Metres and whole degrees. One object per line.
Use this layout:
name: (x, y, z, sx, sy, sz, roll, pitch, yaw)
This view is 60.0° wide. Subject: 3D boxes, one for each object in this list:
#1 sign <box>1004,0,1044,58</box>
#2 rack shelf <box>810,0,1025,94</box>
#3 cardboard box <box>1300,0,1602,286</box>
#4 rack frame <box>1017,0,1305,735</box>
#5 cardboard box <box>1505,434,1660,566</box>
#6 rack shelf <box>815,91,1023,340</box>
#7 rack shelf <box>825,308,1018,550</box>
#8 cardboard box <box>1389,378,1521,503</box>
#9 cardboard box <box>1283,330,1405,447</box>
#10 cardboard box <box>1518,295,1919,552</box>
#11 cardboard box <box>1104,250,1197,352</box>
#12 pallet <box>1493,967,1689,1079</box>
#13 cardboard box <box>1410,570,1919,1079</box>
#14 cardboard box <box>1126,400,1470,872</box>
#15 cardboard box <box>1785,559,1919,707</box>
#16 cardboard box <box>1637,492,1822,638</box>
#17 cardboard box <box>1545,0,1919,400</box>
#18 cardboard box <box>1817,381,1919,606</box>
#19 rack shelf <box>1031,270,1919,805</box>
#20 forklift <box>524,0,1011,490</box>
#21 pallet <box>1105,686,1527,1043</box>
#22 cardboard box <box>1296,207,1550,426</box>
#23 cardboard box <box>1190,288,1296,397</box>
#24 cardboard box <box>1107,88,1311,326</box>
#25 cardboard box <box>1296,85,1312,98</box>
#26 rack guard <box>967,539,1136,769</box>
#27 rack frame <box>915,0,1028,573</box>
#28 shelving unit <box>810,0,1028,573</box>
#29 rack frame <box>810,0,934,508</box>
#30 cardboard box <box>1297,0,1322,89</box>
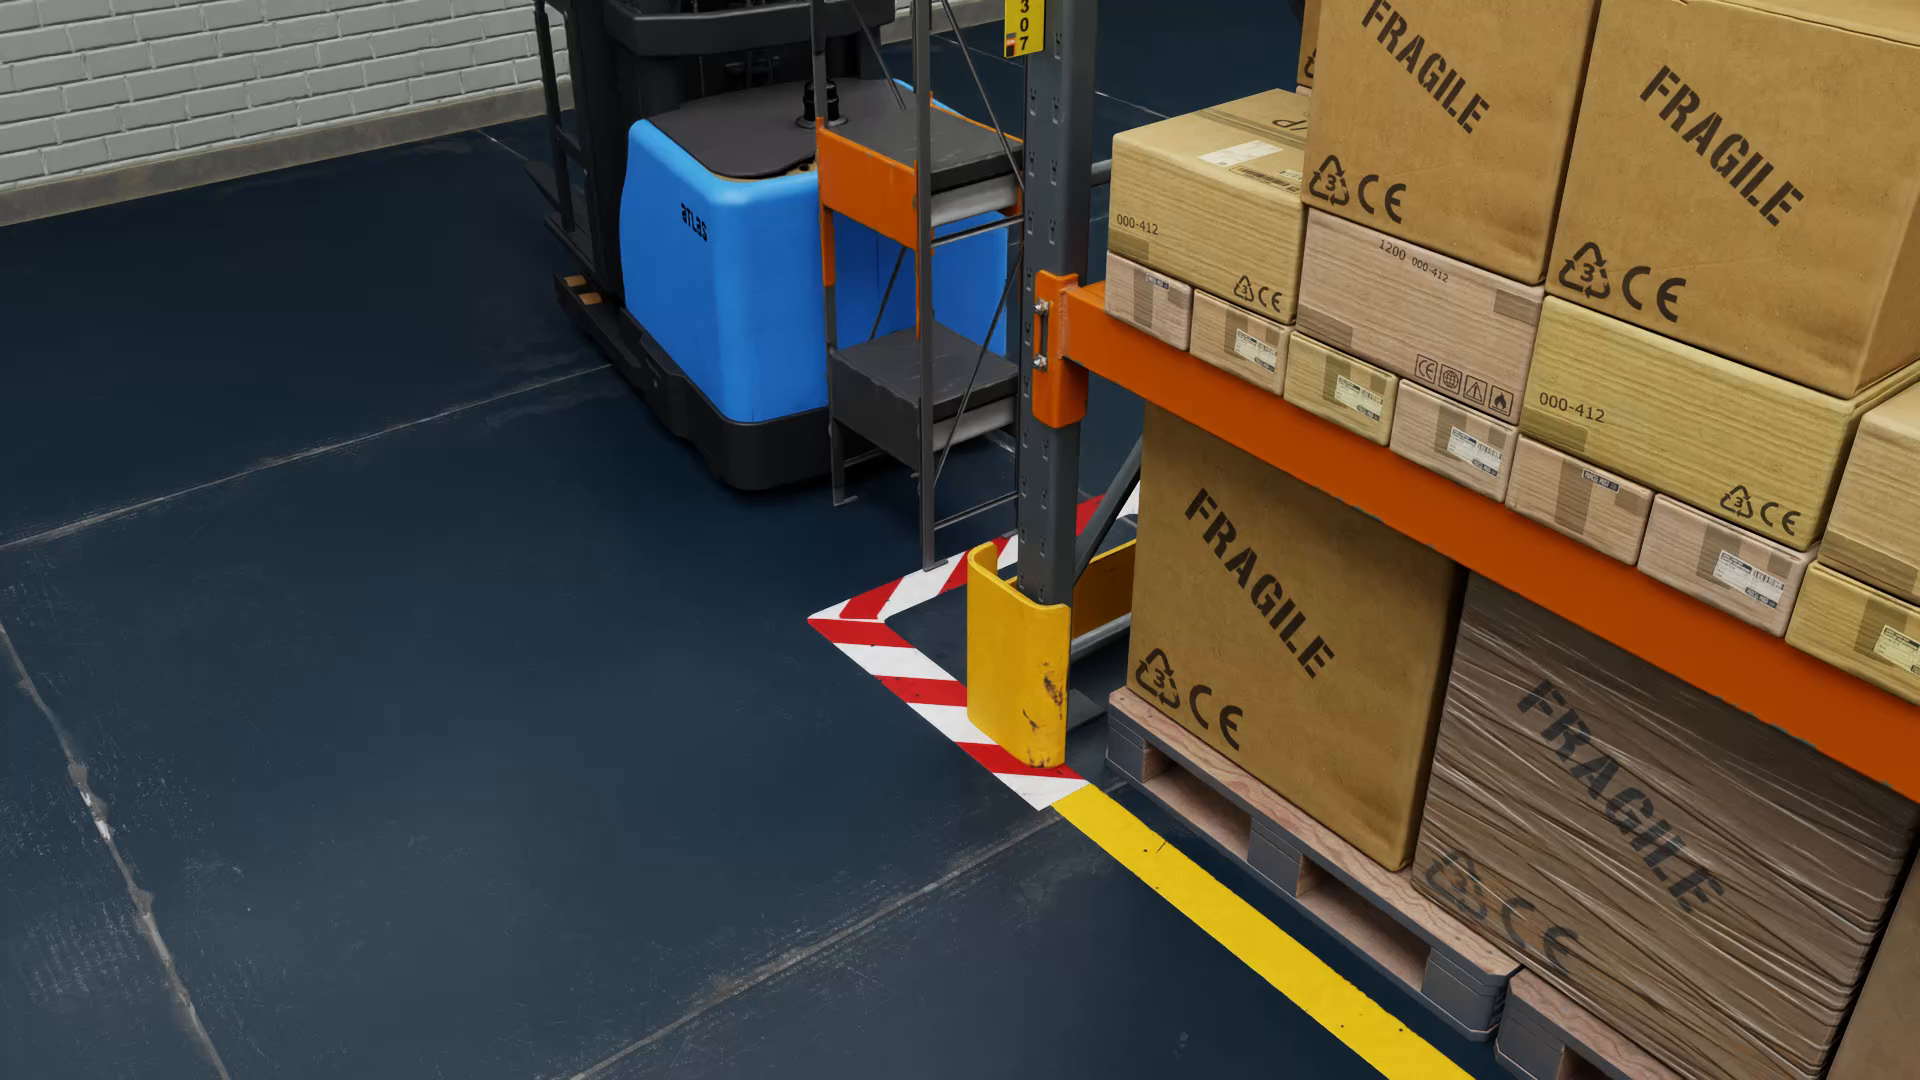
sign: (0.132, -1.143, 3.351, 0.100, 0.325, 0.005, -22, 38, -31)
rack shelf: (-0.102, -1.544, 4.445, 0.431, 0.518, 0.480, -22, 38, -31)
cardboard box: (0.962, -0.804, 2.851, 0.500, 0.500, 0.500, -23, 39, -32)
rack frame: (0.574, -0.918, 3.886, 1.000, 3.000, 0.127, -22, 38, -31)
cardboard box: (1.163, -0.129, 2.853, 0.380, 0.149, 0.250, -23, 39, -32)
rack shelf: (-0.102, -0.949, 4.814, 0.431, 0.518, 0.480, -22, 38, -31)
rack shelf: (-0.102, -0.355, 5.184, 0.431, 0.518, 0.480, -22, 38, -31)
cardboard box: (1.008, -0.236, 3.025, 0.380, 0.149, 0.250, -23, 39, -32)
cardboard box: (0.847, -0.344, 3.199, 0.380, 0.149, 0.250, -23, 39, -32)
cardboard box: (1.284, -0.269, 2.700, 0.500, 0.250, 0.500, -24, 39, -33)
cardboard box: (0.531, -0.557, 3.542, 0.380, 0.149, 0.250, -22, 38, -31)
pallet: (1.870, 1.082, 3.308, 1.003, 0.211, 1.213, -22, 38, -31)
cardboard box: (1.588, 0.426, 3.337, 0.875, 0.875, 0.875, -22, 38, -31)
cardboard box: (1.030, 0.047, 3.948, 0.875, 0.875, 0.875, -22, 38, -31)
cardboard box: (1.475, 0.084, 2.511, 0.380, 0.149, 0.250, -23, 39, -33)
cardboard box: (1.321, -0.022, 2.680, 0.380, 0.149, 0.250, -23, 38, -32)
cardboard box: (1.284, -0.590, 2.506, 0.500, 0.500, 0.500, -23, 39, -33)
cardboard box: (1.608, -0.053, 2.352, 0.500, 0.250, 0.500, -23, 39, -32)
rack shelf: (1.800, 0.221, 2.734, 1.077, 0.370, 4.000, -22, 38, -31)
forklift: (-0.972, -2.157, 5.945, 1.130, 2.935, 3.031, -16, 35, -24)
pallet: (1.126, 0.574, 4.126, 1.003, 0.211, 1.213, -22, 38, -31)
cardboard box: (0.979, -0.479, 3.039, 0.500, 0.250, 0.500, -23, 38, -32)
cardboard box: (0.689, -0.451, 3.371, 0.380, 0.149, 0.250, -23, 38, -32)
cardboard box: (0.655, -0.694, 3.384, 0.500, 0.250, 0.500, -23, 39, -33)
cardboard box: (1.081, -0.865, 3.660, 0.500, 0.250, 0.500, -23, 39, -32)
rack guard: (0.559, 0.133, 4.561, 1.175, 0.500, 0.348, -22, 38, -31)
rack frame: (0.048, -0.859, 4.643, 0.400, 2.100, 0.015, -22, 38, -31)
shelving unit: (-0.102, -0.961, 4.807, 0.431, 2.100, 0.503, -22, 38, -31)
rack frame: (-0.251, -1.063, 4.971, 0.400, 2.100, 0.015, -22, 38, -31)
cardboard box: (1.080, -1.182, 3.459, 0.500, 0.500, 0.500, -22, 38, -31)
